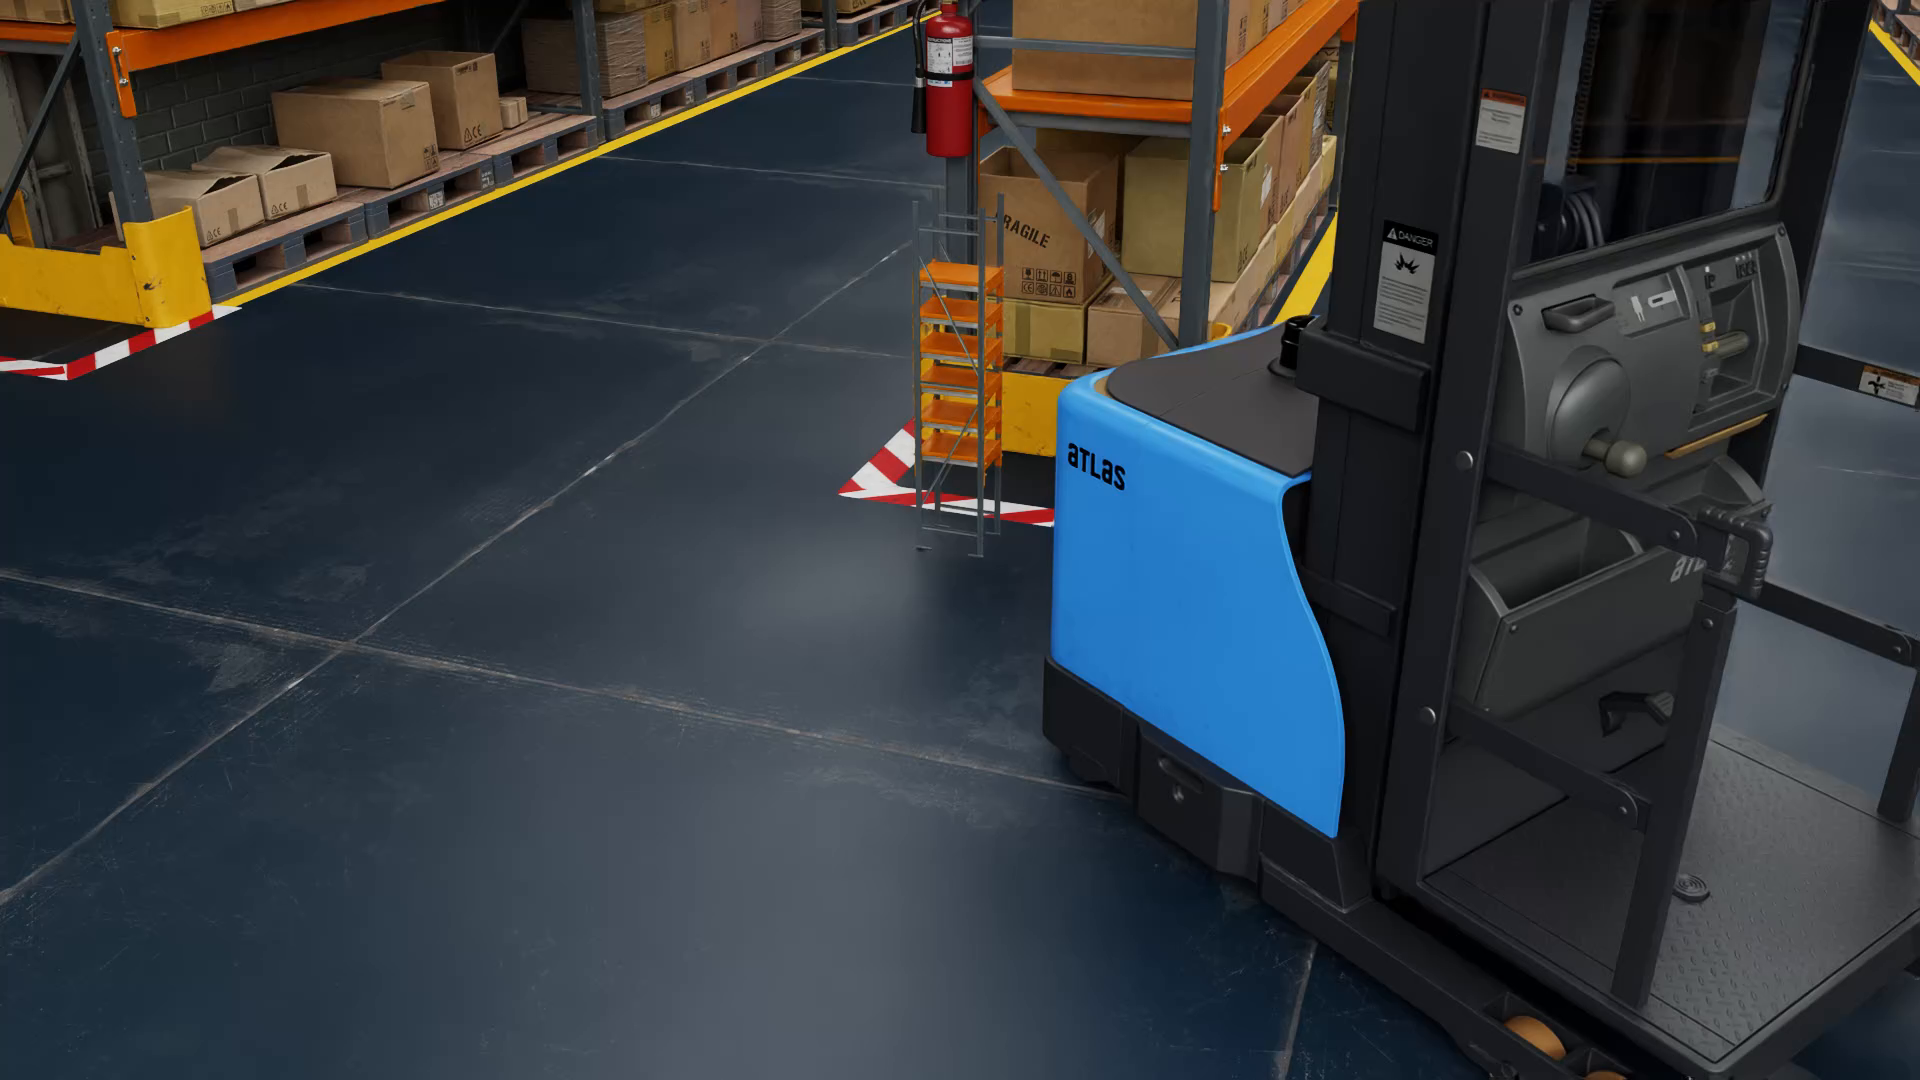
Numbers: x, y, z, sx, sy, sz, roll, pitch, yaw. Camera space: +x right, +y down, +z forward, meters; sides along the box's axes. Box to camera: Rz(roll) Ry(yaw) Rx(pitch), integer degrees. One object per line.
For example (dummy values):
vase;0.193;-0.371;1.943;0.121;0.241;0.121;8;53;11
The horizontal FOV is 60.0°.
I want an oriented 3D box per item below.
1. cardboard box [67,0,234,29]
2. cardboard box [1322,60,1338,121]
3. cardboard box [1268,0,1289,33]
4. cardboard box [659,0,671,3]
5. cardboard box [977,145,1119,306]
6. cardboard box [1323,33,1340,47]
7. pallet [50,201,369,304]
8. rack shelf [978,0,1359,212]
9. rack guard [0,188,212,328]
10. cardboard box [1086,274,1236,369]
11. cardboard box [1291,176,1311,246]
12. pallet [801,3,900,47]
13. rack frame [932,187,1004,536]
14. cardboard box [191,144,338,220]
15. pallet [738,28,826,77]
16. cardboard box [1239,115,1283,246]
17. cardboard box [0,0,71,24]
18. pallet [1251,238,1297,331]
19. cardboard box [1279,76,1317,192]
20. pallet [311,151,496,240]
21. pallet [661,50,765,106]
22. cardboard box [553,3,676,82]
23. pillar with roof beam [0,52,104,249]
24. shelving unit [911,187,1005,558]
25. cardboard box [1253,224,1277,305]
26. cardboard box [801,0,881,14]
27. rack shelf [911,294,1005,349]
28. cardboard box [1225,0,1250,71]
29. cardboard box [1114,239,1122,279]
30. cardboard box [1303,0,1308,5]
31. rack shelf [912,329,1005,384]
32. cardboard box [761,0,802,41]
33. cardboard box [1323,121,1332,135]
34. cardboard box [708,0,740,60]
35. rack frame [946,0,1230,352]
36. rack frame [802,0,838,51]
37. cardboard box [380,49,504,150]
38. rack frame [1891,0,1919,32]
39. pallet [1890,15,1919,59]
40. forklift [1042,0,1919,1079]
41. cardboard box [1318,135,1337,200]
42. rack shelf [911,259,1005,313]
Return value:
cardboard box;-3.773;-2.554;7.732;0.500;0.250;0.500;8;27;16
cardboard box;2.142;-2.723;9.961;0.500;0.311;0.500;9;27;18
cardboard box;1.118;-2.613;7.590;0.700;0.500;0.500;10;27;19
cardboard box;-2.361;-4.213;12.512;0.500;0.250;0.500;8;27;16
cardboard box;0.336;-1.294;6.793;0.500;0.500;0.500;9;27;17
cardboard box;2.484;-3.140;10.824;0.500;0.311;0.500;8;27;16
pallet;-3.906;-1.563;8.736;1.003;0.211;1.213;9;27;17
rack shelf;1.104;-2.239;7.759;1.077;0.370;4.000;9;27;17
rack guard;-4.209;-1.364;7.994;1.175;0.500;0.348;9;27;17
cardboard box;0.826;-0.881;6.800;0.500;0.250;0.500;9;27;17
cardboard box;1.493;-1.703;8.498;0.500;0.250;0.500;9;27;17
pallet;-1.239;-4.804;15.429;1.003;0.211;1.213;9;27;17
rack frame;0.026;-0.572;5.554;0.240;1.200;0.006;9;27;17
cardboard box;-3.730;-1.951;8.919;0.500;0.311;0.500;11;28;22
pallet;-1.834;-4.170;14.120;1.003;0.211;1.213;9;27;17
cardboard box;1.145;-1.631;7.490;0.500;0.500;0.500;9;27;17
cardboard box;-4.262;-2.620;7.868;0.500;0.250;0.500;9;27;18
pallet;1.061;-1.306;8.206;1.003;0.211;1.213;9;27;17
cardboard box;1.481;-2.042;8.338;0.500;0.500;0.500;9;27;17
pallet;-3.498;-2.063;9.768;1.003;0.211;1.213;9;27;17
pallet;-2.241;-3.670;13.088;1.003;0.211;1.213;9;27;17
cardboard box;-2.550;-3.699;12.312;0.700;0.500;0.500;8;27;16
pillar with roof beam;-0.758;-4.947;5.641;9.100;9.000;0.400;9;27;17
shelving unit;-0.005;-0.534;5.476;0.258;1.200;0.189;9;27;17
cardboard box;1.156;-1.292;7.650;0.500;0.250;0.500;9;27;17
cardboard box;-1.204;-5.250;15.137;0.750;0.750;0.750;8;27;17
rack shelf;-0.005;-0.710;5.391;0.258;0.103;0.180;9;27;17
cardboard box;0.776;-2.193;6.722;0.700;0.500;0.500;9;27;19
cardboard box;0.493;-1.163;7.384;0.500;0.250;0.500;9;27;17
cardboard box;1.458;-3.029;8.449;0.700;0.500;0.500;8;27;17
rack shelf;-0.005;-0.602;5.443;0.258;0.103;0.180;9;27;17
cardboard box;-1.763;-4.515;13.997;0.700;0.500;0.500;9;27;18
cardboard box;2.137;-2.466;10.075;0.500;0.250;0.500;8;27;16
cardboard box;-2.183;-4.112;13.164;0.700;0.500;0.500;9;27;17
rack frame;0.438;-1.741;5.904;1.000;3.000;0.127;9;27;17
rack frame;-1.572;-5.746;14.175;1.000;3.000;0.127;9;27;17
cardboard box;-3.211;-2.743;10.336;0.500;0.500;0.500;7;27;14
rack frame;9.101;-5.953;14.603;1.000;3.000;0.127;9;27;17
pallet;8.805;-4.387;14.568;1.003;0.211;1.213;9;27;17
forklift;1.502;-0.352;3.113;1.130;2.935;3.031;-18;31;-32
cardboard box;1.821;-2.114;9.348;0.500;0.250;0.500;9;27;17
rack shelf;-0.005;-0.818;5.339;0.258;0.103;0.180;9;27;17
